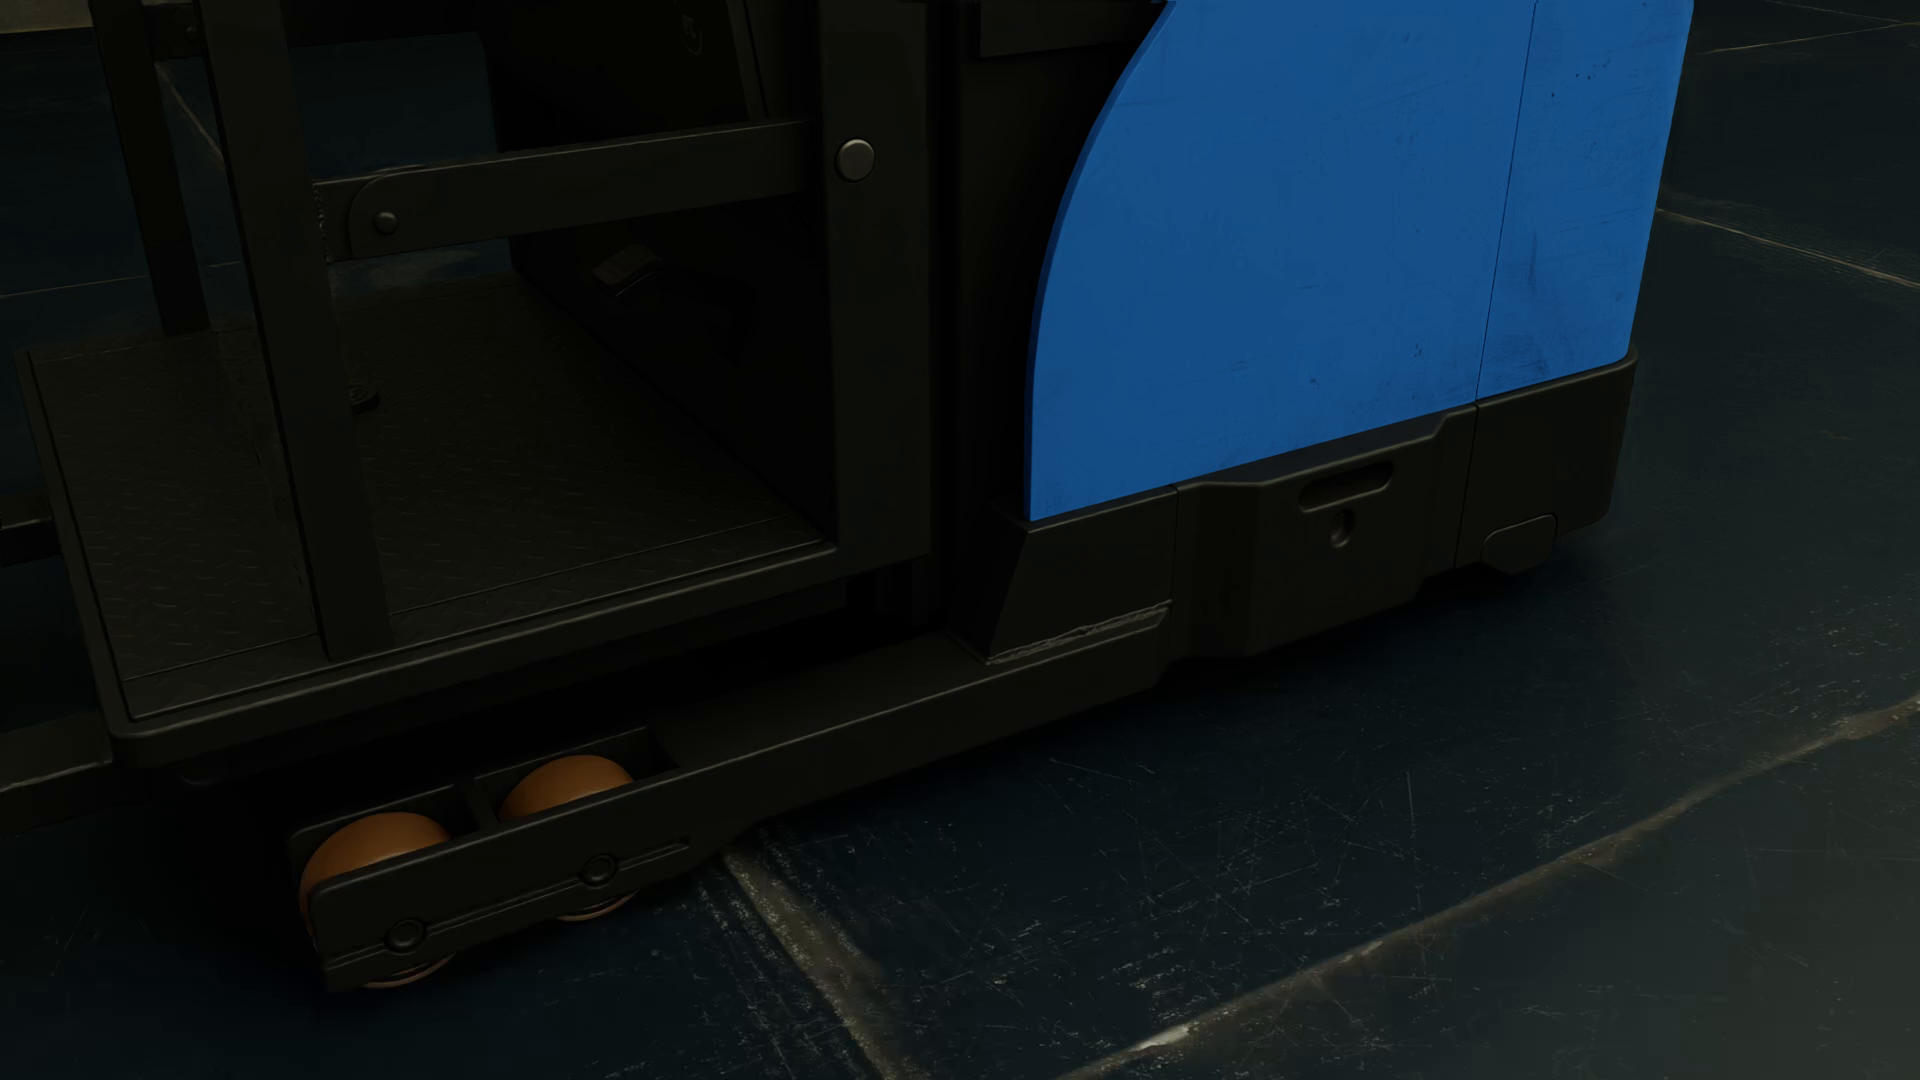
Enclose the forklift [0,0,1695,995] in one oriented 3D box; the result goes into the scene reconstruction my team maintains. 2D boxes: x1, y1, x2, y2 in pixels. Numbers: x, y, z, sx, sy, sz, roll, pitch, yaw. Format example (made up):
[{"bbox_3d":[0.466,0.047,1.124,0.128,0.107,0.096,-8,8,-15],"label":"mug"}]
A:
[{"bbox_3d":[-0.574,-1.142,1.511,3.031,2.935,1.130,-15,31,-27],"label":"forklift"}]
